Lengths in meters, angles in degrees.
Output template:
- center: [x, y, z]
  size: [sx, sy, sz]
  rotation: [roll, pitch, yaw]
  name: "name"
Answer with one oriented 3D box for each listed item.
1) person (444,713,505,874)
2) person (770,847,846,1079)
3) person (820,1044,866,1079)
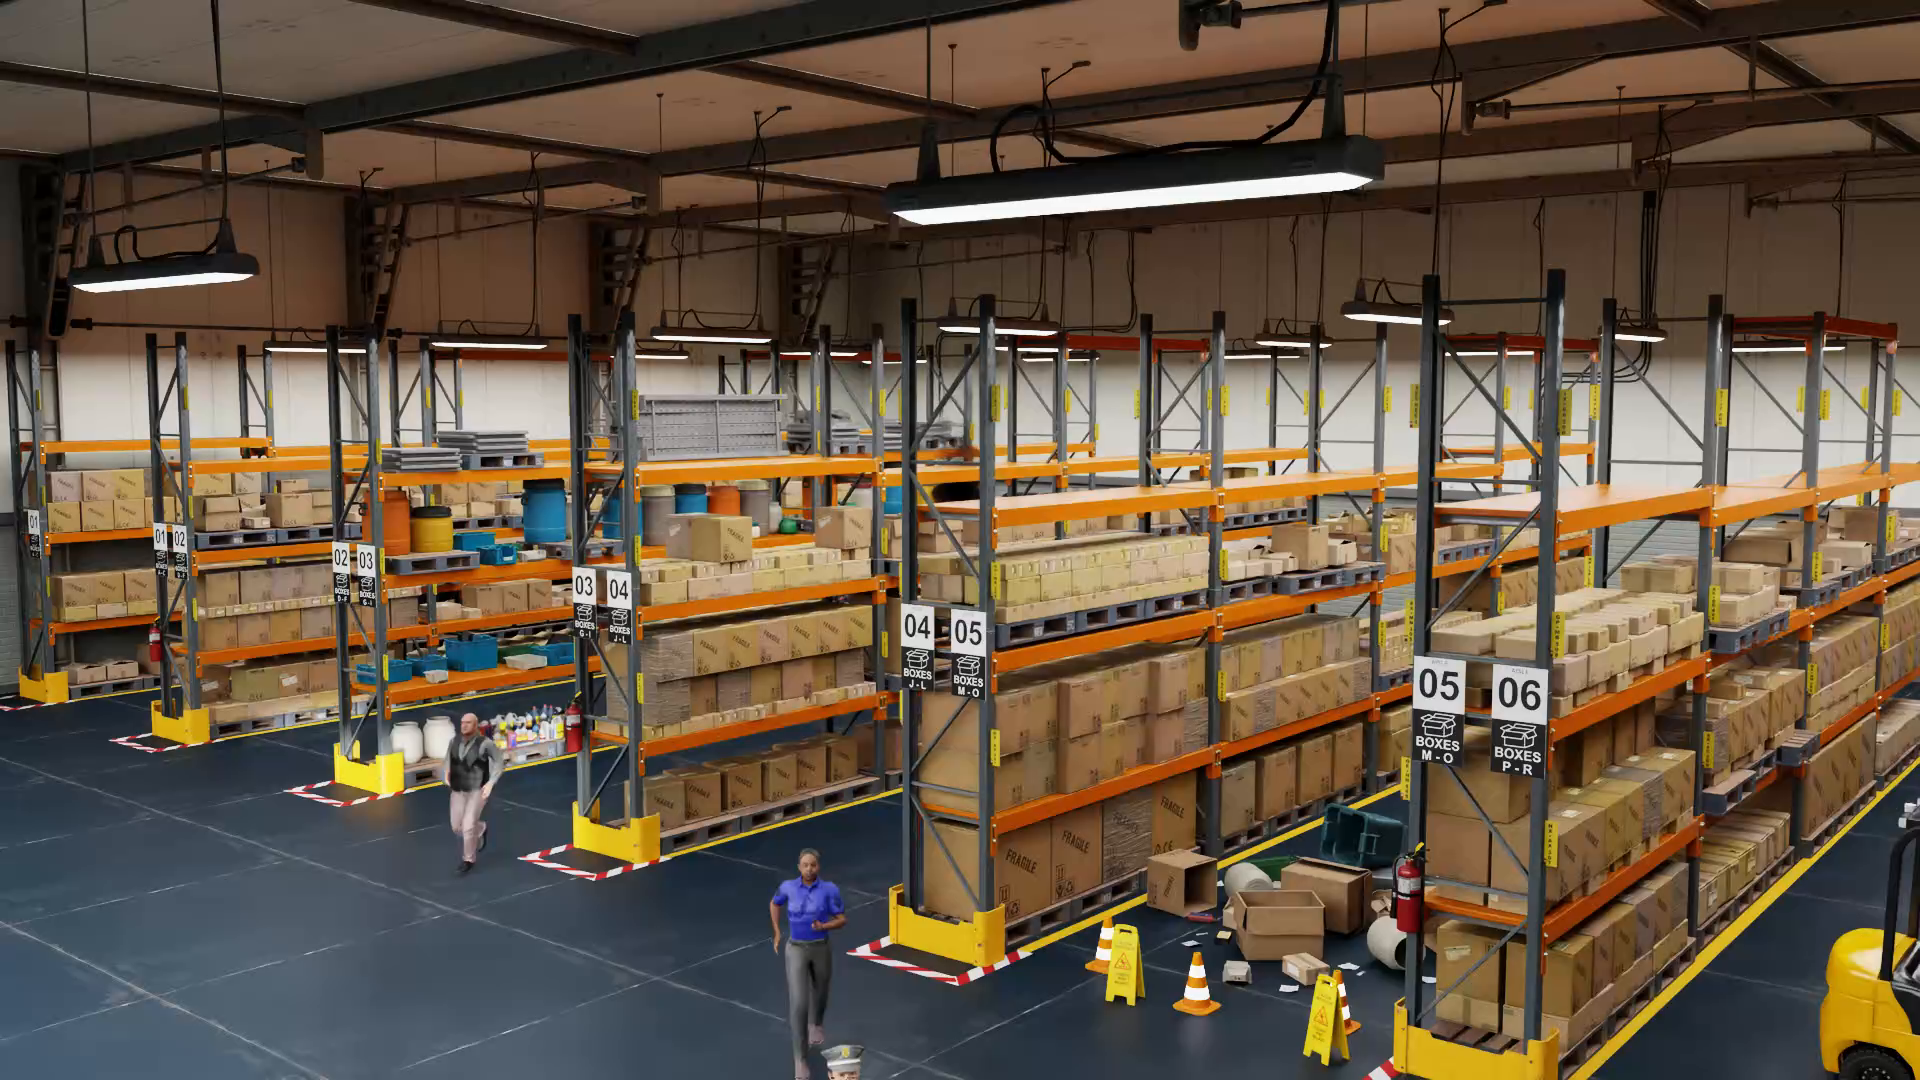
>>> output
- center: [-5.294, 2.753, 18.065]
  size: [0.700, 1.629, 0.650]
  rotation: [1, 5, 16]
  name: "person"
- center: [-1.157, 3.188, 12.719]
  size: [0.562, 1.668, 0.886]
  rotation: [-1, 5, -9]
  name: "person"
- center: [-0.608, 3.508, 8.924]
  size: [0.616, 1.695, 0.921]
  rotation: [-1, 5, -13]
  name: "person"
